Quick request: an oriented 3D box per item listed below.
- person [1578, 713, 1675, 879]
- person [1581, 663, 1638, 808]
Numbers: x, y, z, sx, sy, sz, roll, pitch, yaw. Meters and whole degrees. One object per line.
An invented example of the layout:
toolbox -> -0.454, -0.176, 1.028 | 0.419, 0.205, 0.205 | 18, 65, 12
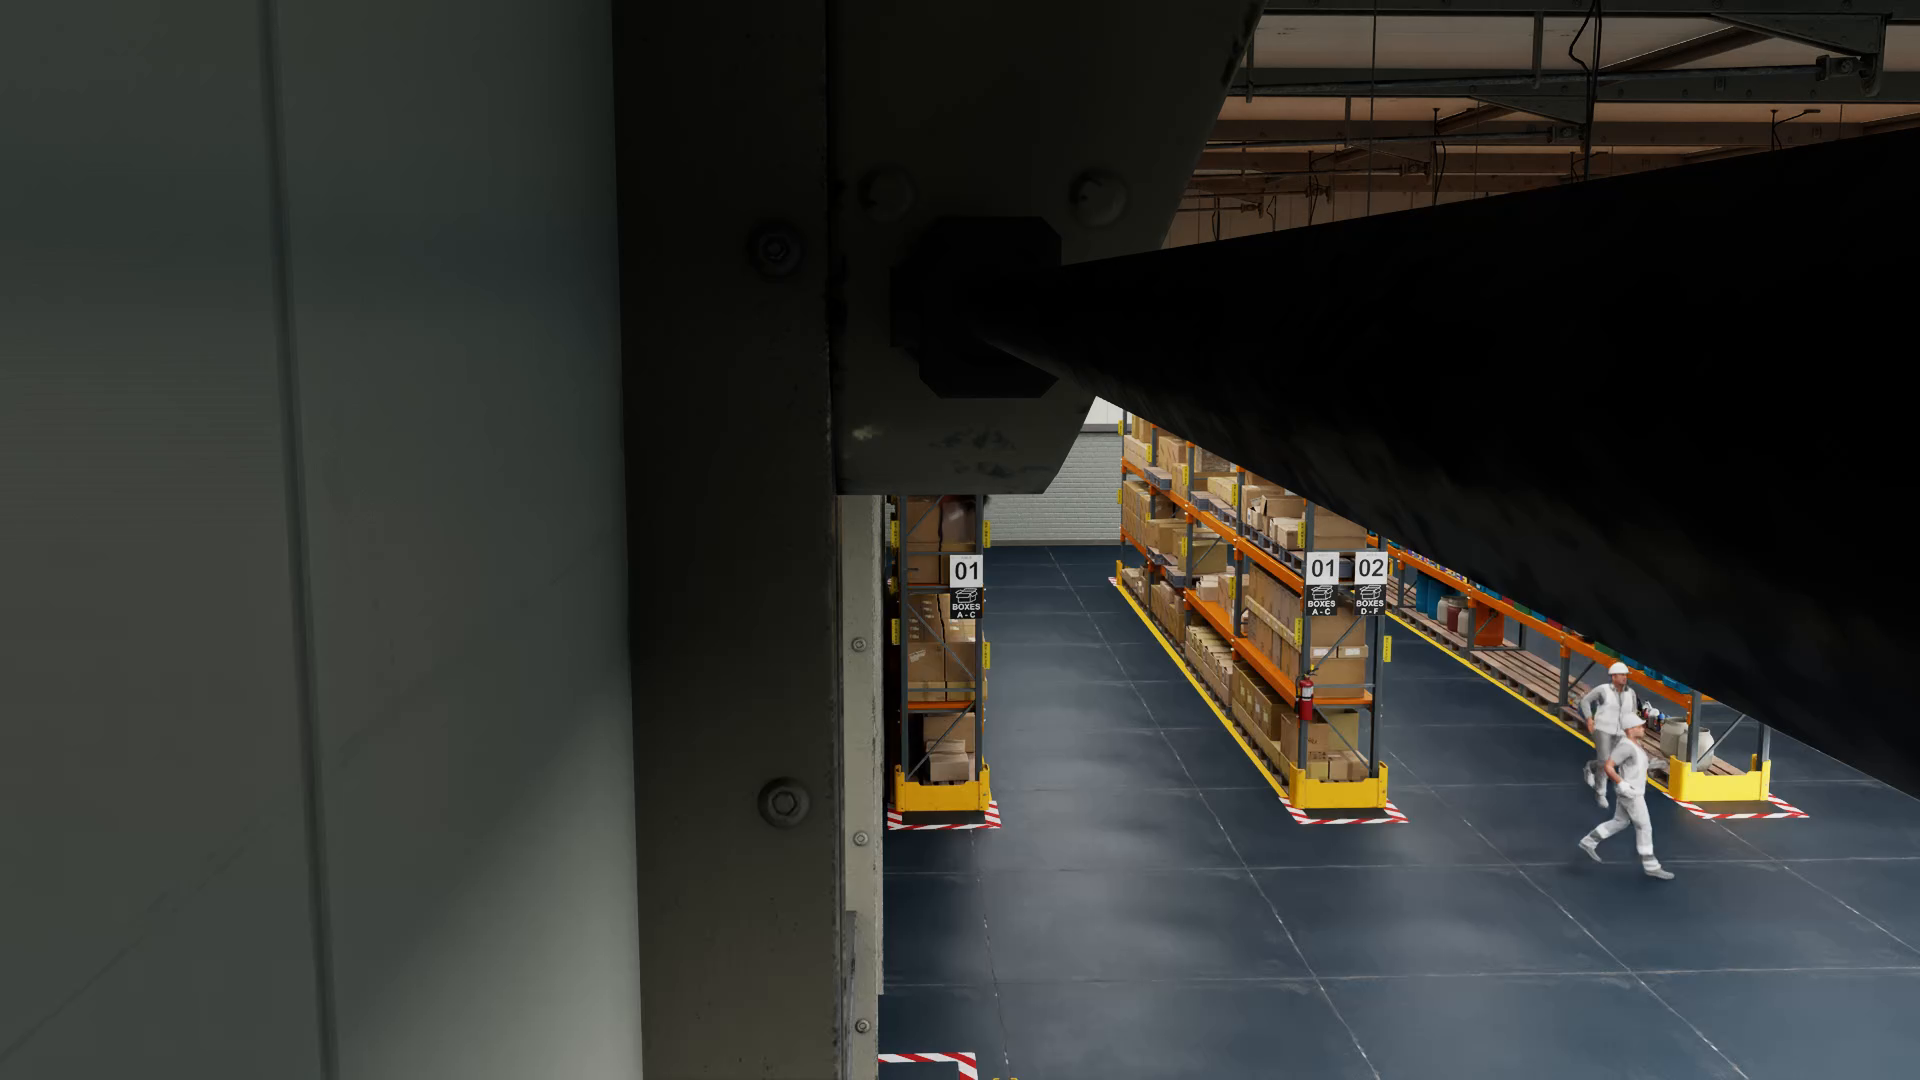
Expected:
person -> 7.300, 2.758, 18.131 | 1.005, 1.770, 0.660 | 3, 9, 22
person -> 8.188, 2.408, 20.954 | 0.697, 1.757, 0.862 | -1, 8, -7
